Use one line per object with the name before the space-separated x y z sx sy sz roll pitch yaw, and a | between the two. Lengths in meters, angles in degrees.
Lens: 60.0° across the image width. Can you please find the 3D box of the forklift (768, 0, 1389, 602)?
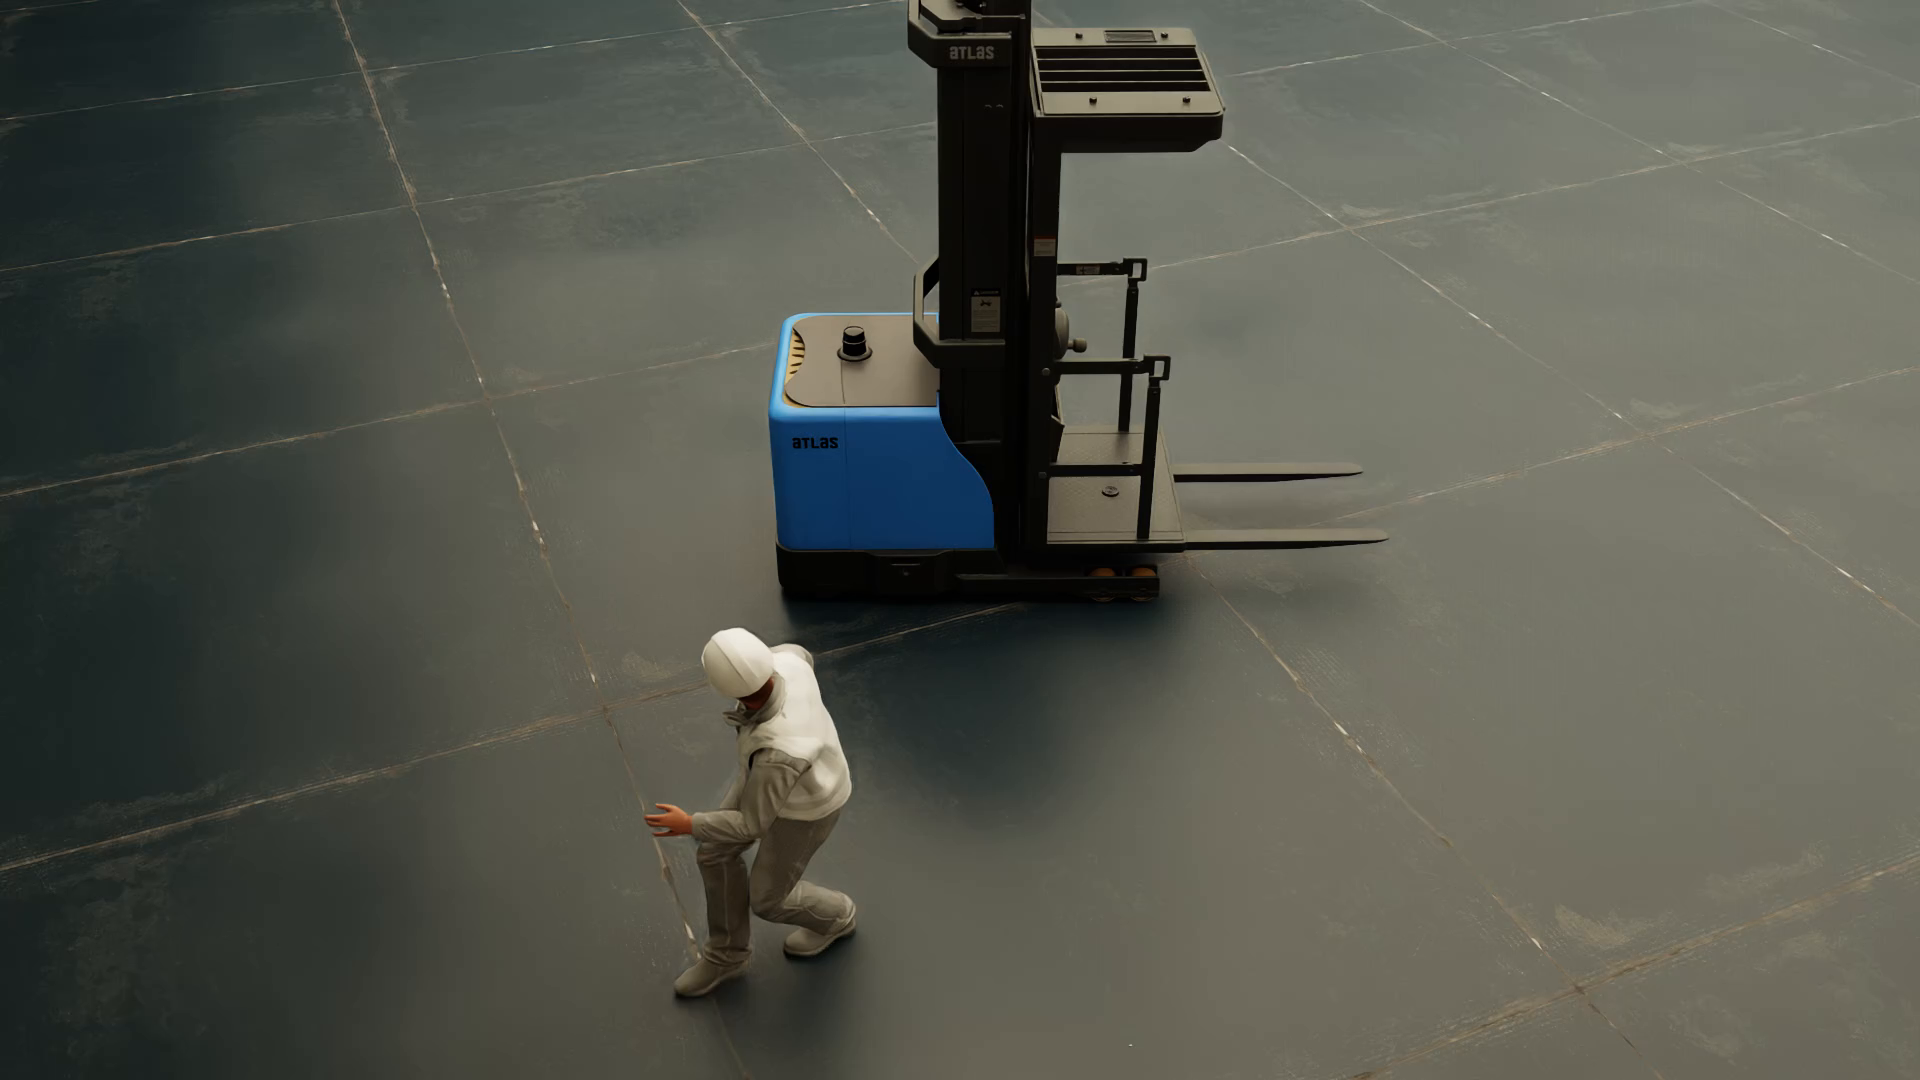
forklift | 0.610 -1.199 7.785 3.031 2.935 1.130 0 35 -1

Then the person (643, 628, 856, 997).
person | -0.780 0.893 5.999 0.763 1.614 0.748 -14 38 -19
